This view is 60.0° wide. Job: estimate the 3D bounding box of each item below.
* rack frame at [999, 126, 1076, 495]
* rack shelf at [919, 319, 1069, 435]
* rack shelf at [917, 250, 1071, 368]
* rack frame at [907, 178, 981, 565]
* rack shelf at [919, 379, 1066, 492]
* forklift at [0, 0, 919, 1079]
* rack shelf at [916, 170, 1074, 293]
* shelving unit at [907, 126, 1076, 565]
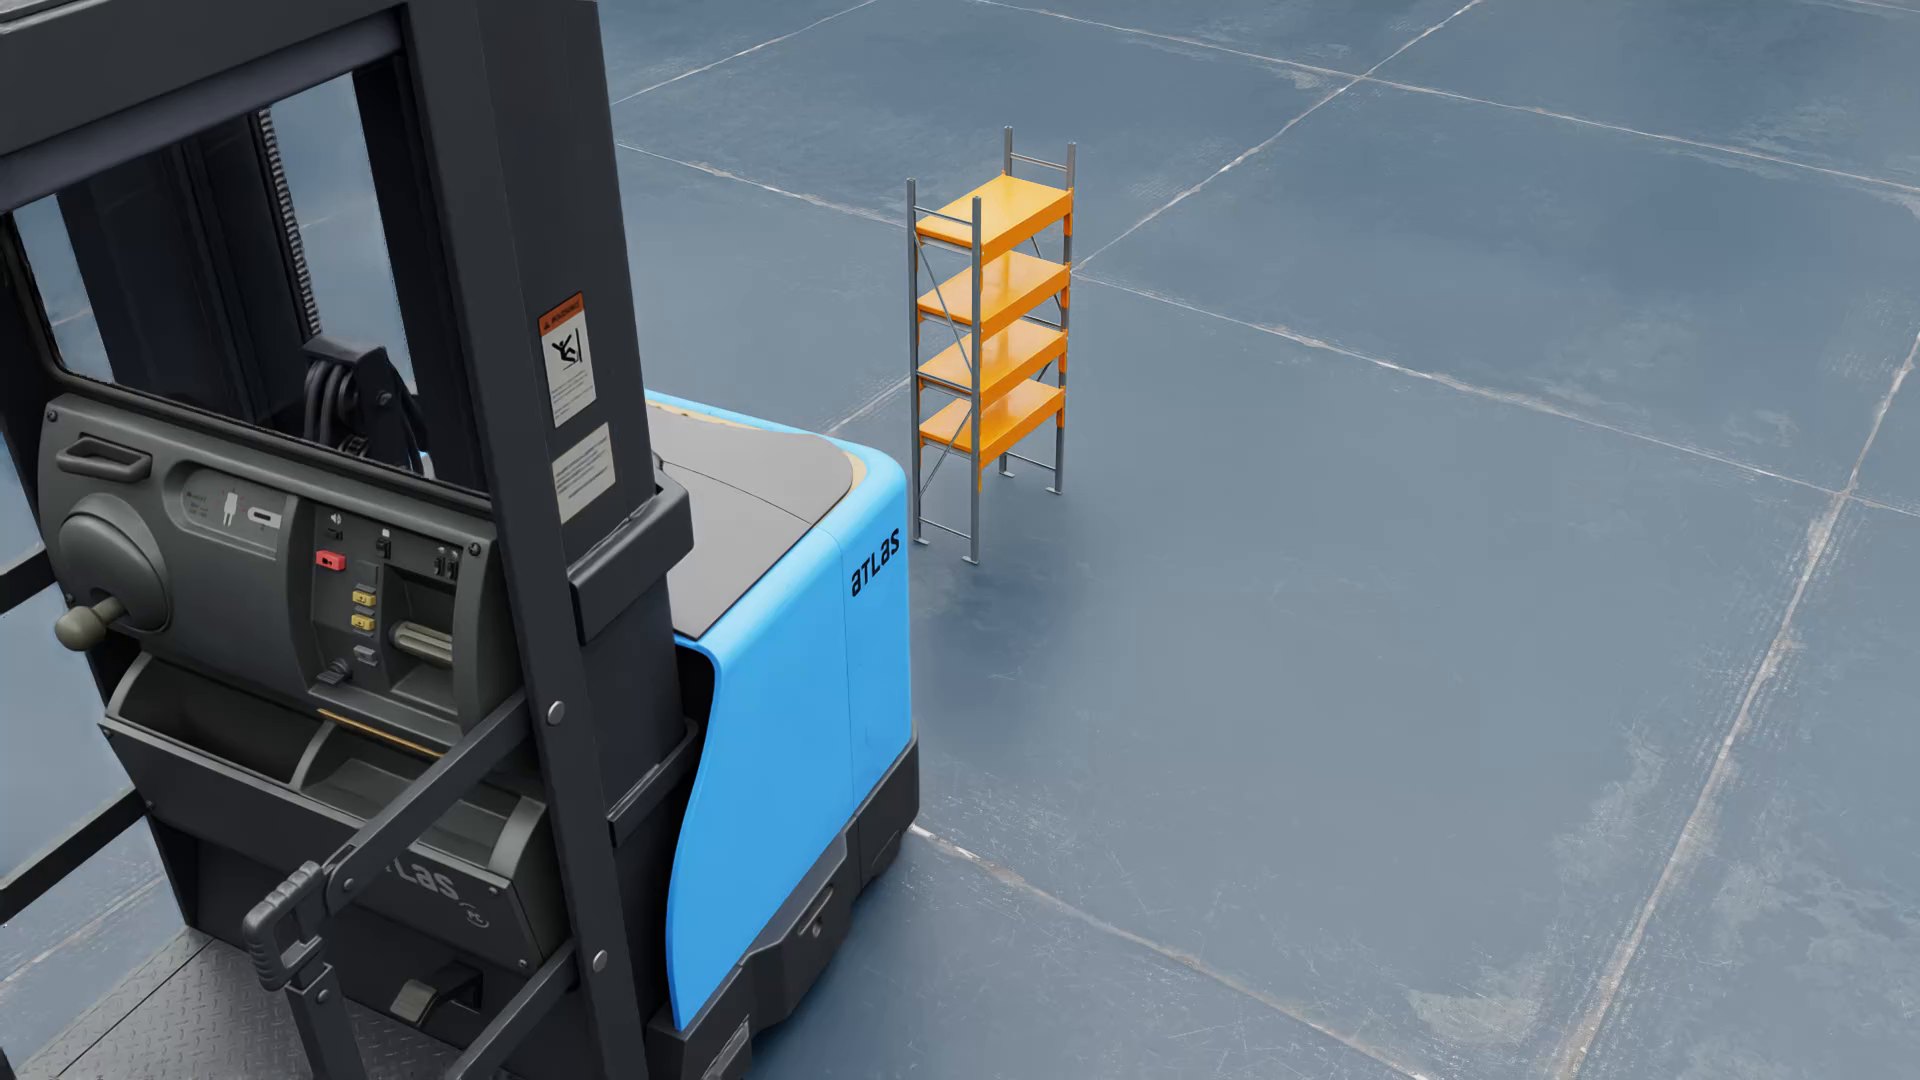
[{"bbox_3d":[0.234,-0.685,5.193,0.240,1.200,0.015,21,39,28],"label":"rack frame"},{"bbox_3d":[0.094,-0.517,5.064,0.258,0.148,0.480,21,39,28],"label":"rack shelf"},{"bbox_3d":[0.094,-0.703,4.939,0.258,0.148,0.480,21,39,28],"label":"rack shelf"},{"bbox_3d":[-0.045,-0.461,4.860,0.240,1.200,0.015,21,39,28],"label":"rack frame"},{"bbox_3d":[0.094,-0.353,5.175,0.258,0.148,0.480,21,39,28],"label":"rack shelf"},{"bbox_3d":[-1.205,0.111,2.469,1.130,2.935,3.031,15,37,21],"label":"forklift"},{"bbox_3d":[0.094,-0.899,4.806,0.258,0.148,0.480,21,39,28],"label":"rack shelf"},{"bbox_3d":[0.094,-0.573,5.027,0.258,1.200,0.503,21,39,28],"label":"shelving unit"}]
